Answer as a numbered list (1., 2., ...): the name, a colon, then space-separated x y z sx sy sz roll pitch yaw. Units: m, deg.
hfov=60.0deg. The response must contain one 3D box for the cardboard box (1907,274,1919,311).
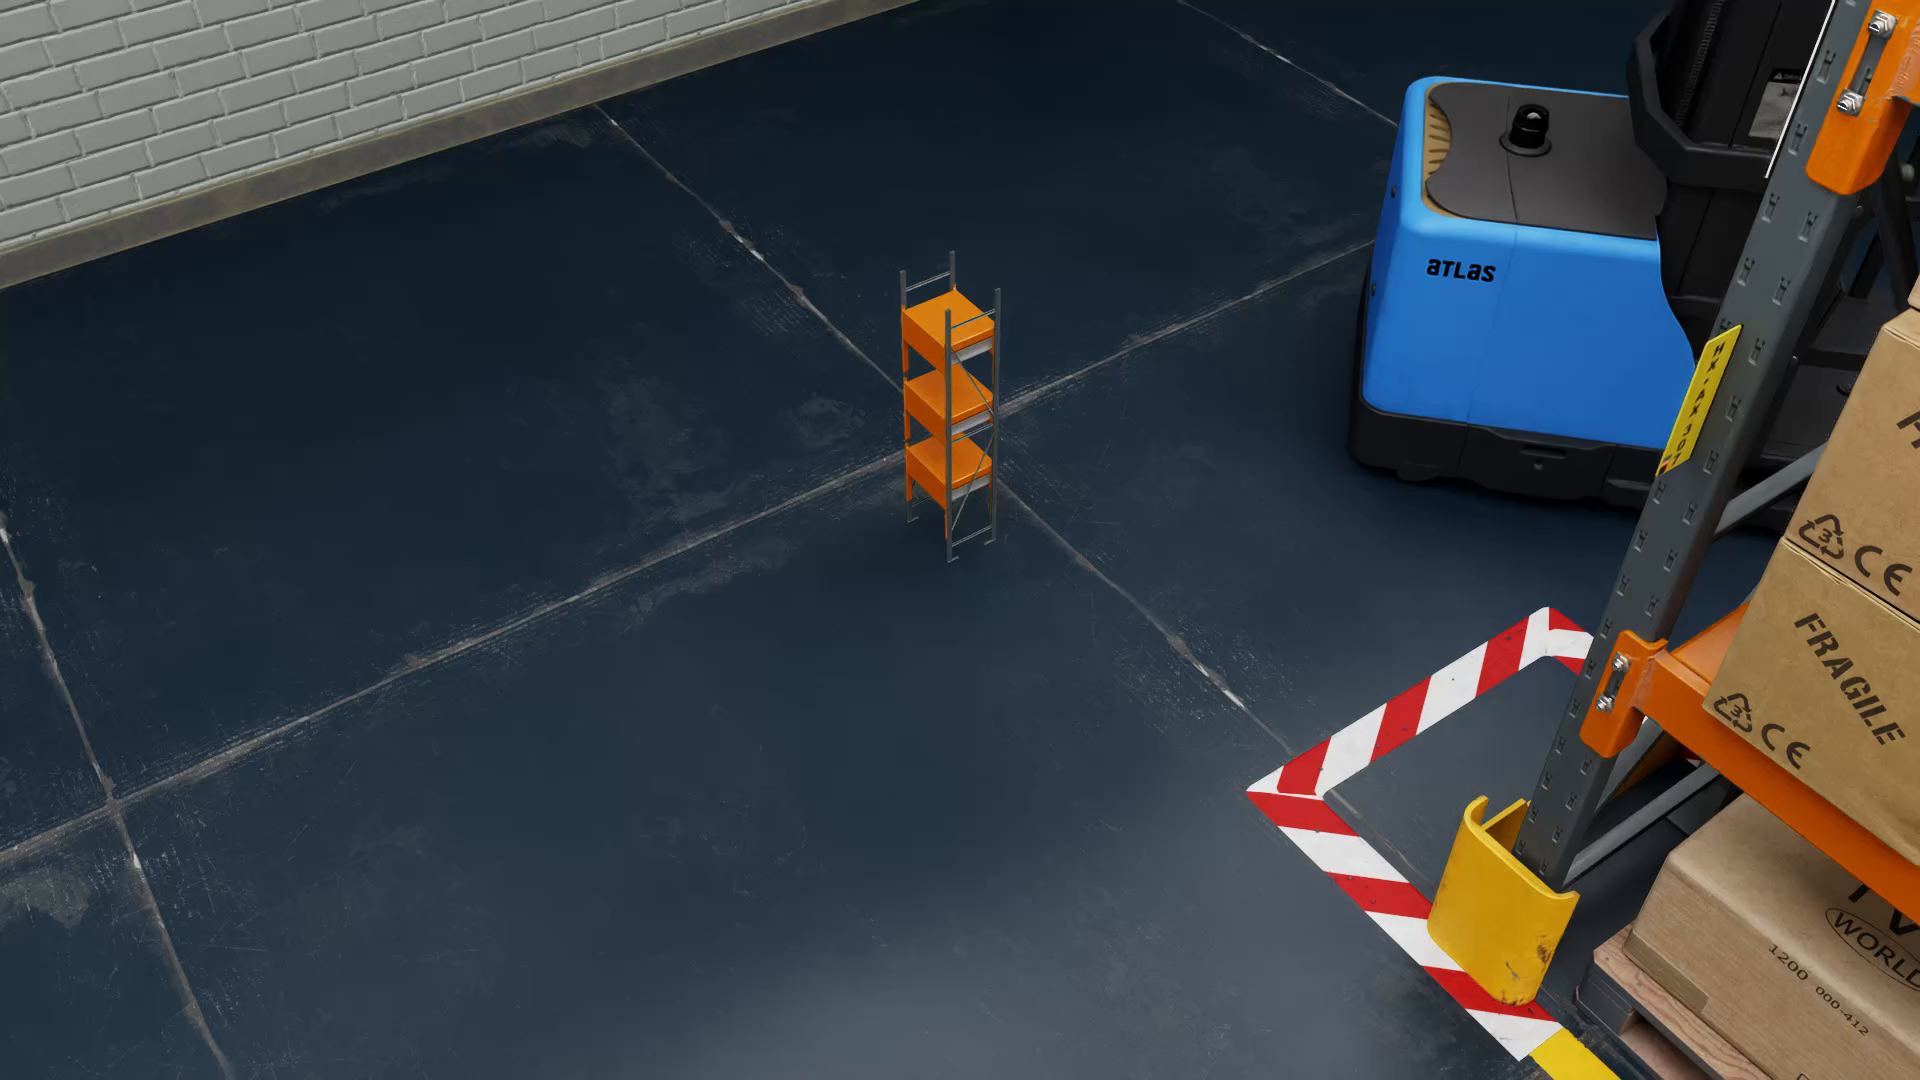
1. cardboard box: 1.839 -0.457 2.790 0.380 0.149 0.250 -25 49 -24

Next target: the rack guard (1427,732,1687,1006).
1. rack guard: 1.849 0.755 4.597 1.175 0.500 0.348 -26 49 -24

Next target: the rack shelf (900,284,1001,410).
1. rack shelf: -0.031 -0.608 5.231 0.215 0.259 0.240 -26 49 -24

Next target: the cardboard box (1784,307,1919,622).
1. cardboard box: 1.904 -0.148 2.937 0.500 0.500 0.500 -27 50 -25

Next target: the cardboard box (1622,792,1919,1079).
1. cardboard box: 2.322 0.974 4.109 0.875 0.438 0.875 -27 50 -26

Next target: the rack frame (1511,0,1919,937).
1. rack frame: 1.863 -0.135 3.719 1.000 3.000 0.127 -26 49 -24

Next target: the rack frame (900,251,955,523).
1. rack frame: -0.100 -0.479 5.492 0.200 1.050 0.008 -26 49 -24

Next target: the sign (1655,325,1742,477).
1. sign: 1.404 -0.261 3.167 0.100 0.325 0.005 -26 49 -24

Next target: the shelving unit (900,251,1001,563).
1. shelving unit: -0.031 -0.410 5.419 0.215 1.050 0.252 -26 49 -24

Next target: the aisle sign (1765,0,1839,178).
1. aisle sign: 1.584 -1.002 2.744 0.394 0.787 0.004 -26 49 -24

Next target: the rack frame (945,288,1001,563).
1. rack frame: 0.039 -0.341 5.347 0.200 1.050 0.008 -26 49 -24

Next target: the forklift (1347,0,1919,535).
1. forklift: 2.969 -1.412 5.106 3.031 2.935 1.130 9 44 9

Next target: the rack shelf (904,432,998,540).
1. rack shelf: -0.031 -0.201 5.618 0.215 0.259 0.240 -26 49 -24

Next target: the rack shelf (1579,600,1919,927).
1. rack shelf: 3.007 1.258 2.781 1.077 0.370 4.000 -26 49 -24

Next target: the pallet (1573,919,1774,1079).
1. pallet: 2.384 1.296 4.240 1.003 0.211 1.213 -26 49 -24

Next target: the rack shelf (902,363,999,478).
1. rack shelf: -0.031 -0.402 5.427 0.215 0.259 0.240 -26 49 -24

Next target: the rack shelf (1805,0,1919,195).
1. rack shelf: 3.007 0.173 1.745 1.077 0.370 4.000 -26 49 -24

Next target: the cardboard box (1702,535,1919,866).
1. cardboard box: 1.902 0.214 3.281 0.500 0.500 0.500 -26 49 -25
